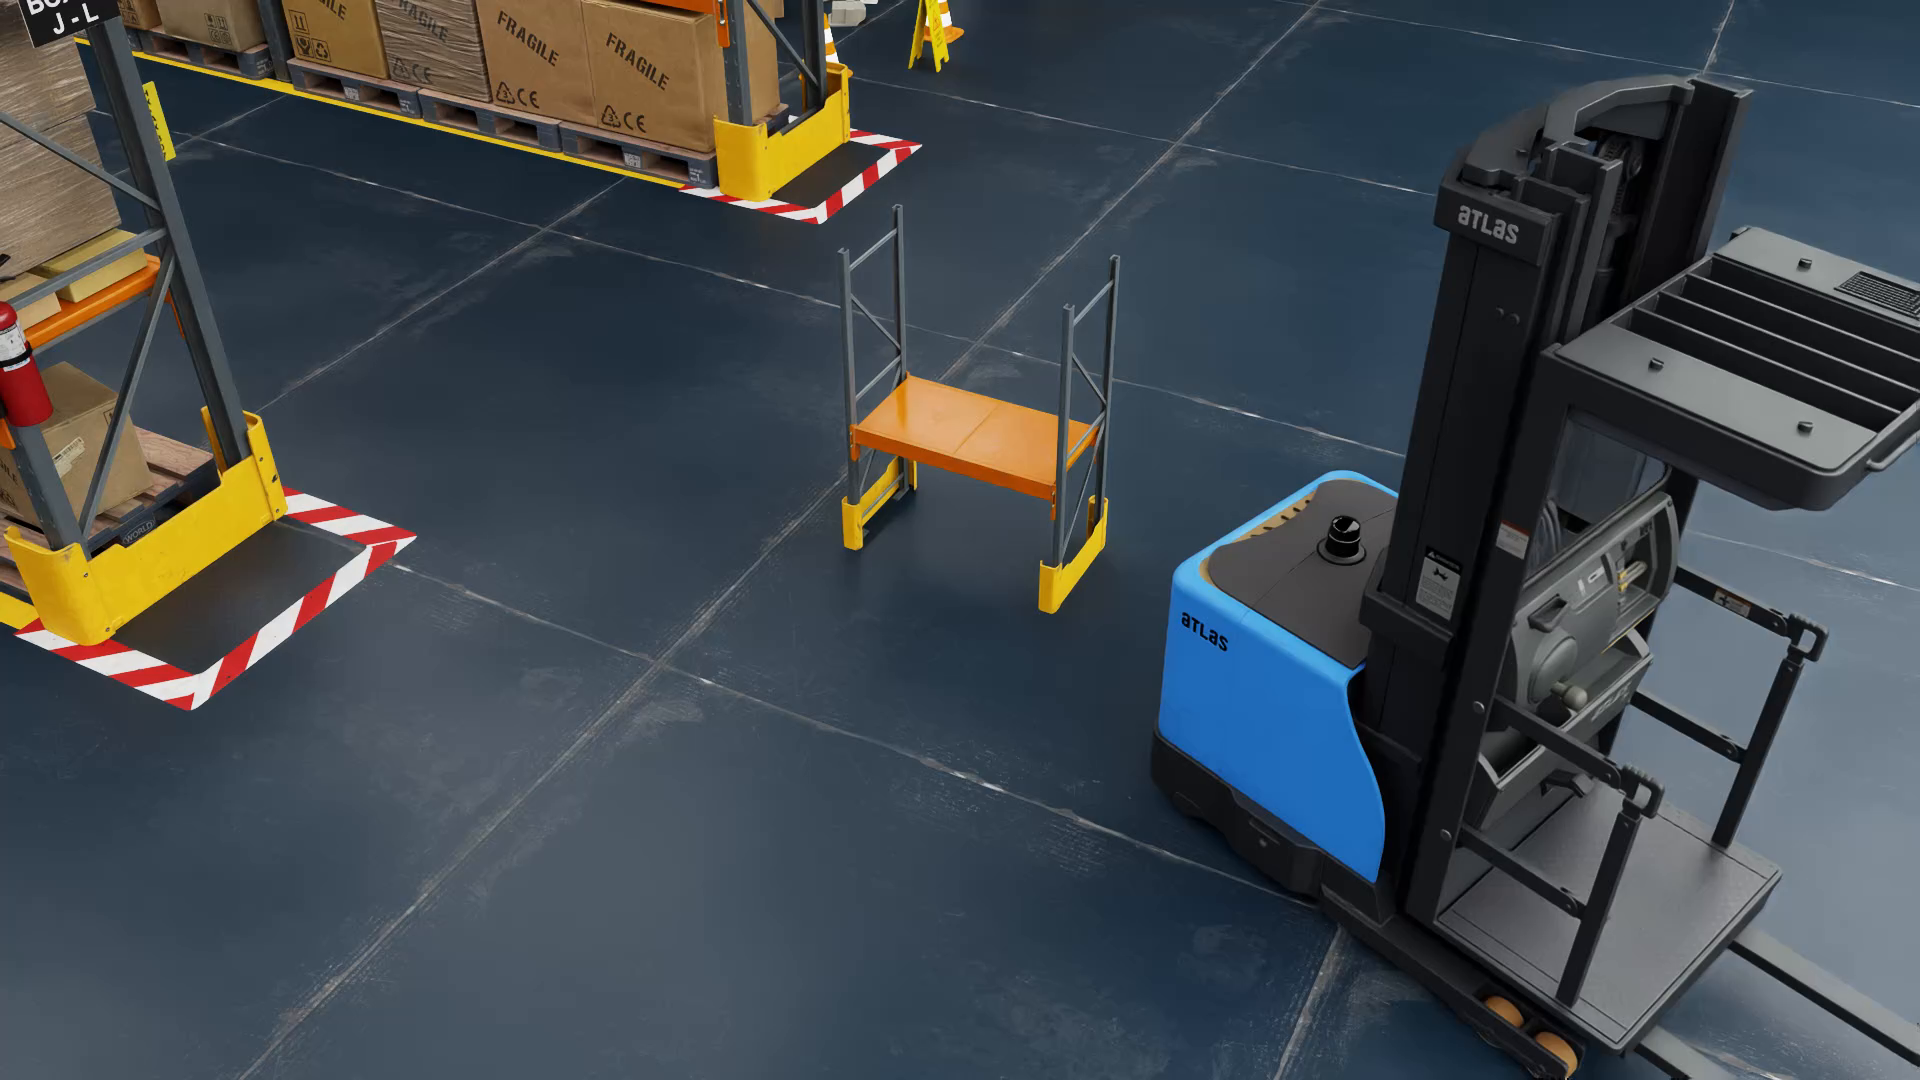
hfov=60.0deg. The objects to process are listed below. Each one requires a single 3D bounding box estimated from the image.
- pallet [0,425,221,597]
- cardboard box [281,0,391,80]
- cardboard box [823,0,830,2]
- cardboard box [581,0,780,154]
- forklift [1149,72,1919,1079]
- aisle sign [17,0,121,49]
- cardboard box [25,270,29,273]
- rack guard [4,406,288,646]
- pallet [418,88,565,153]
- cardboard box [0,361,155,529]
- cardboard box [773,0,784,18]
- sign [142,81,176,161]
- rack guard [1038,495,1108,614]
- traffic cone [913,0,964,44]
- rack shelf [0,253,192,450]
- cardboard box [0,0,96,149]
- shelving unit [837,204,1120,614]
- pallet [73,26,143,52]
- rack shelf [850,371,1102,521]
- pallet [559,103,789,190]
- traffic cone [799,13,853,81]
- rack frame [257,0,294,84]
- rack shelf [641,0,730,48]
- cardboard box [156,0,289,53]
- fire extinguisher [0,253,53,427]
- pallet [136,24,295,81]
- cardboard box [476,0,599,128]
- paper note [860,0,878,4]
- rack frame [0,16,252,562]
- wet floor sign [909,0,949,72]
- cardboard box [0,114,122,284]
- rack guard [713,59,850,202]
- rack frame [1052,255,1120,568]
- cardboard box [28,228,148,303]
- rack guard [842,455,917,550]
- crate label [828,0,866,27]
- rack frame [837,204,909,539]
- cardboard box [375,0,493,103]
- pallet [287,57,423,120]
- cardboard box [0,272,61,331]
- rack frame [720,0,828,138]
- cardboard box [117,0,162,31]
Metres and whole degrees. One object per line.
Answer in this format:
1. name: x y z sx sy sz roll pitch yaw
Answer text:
1. pallet: -4.313 -0.220 7.866 1.213 0.211 1.003 17 41 21
2. cardboard box: -4.195 -3.921 11.844 0.875 0.875 0.875 18 41 22
3. cardboard box: -1.075 -4.530 13.594 0.380 0.149 0.250 -21 42 -25
4. cardboard box: -1.802 -3.174 10.860 0.875 0.875 0.875 18 41 22
5. forklift: 2.097 0.252 4.994 1.130 2.935 3.031 -29 46 -32
6. aisle sign: -3.347 -2.244 6.076 0.004 0.787 0.394 17 41 21
7. cardboard box: -3.897 -1.252 7.126 0.250 0.149 0.380 17 41 21
8. rack guard: -3.608 -0.090 7.456 0.348 0.500 1.175 17 41 21
9. pallet: -2.995 -3.109 11.672 1.213 0.211 1.003 17 41 21
10. cardboard box: -4.087 -0.419 7.541 0.500 0.500 0.500 25 44 29
11. cardboard box: -1.707 -4.520 13.289 0.637 0.503 0.797 -8 38 -10
12. sign: -3.291 -1.701 6.794 0.005 0.325 0.100 17 41 21
13. rack guard: 0.510 0.060 7.464 0.087 0.250 0.587 17 41 21
14. traffic cone: -0.166 -4.112 12.784 0.334 0.463 0.336 17 41 21
15. rack shelf: -5.316 -1.335 7.622 4.000 0.370 1.077 17 41 21
16. cardboard box: -3.903 -1.921 6.644 0.500 0.500 0.500 17 41 21
17. shelving unit: 0.068 -0.576 7.269 1.083 1.500 0.587 17 41 21
18. pallet: -6.529 -4.214 13.127 1.213 0.211 1.003 17 41 21
19. rack shelf: 0.076 -0.430 7.374 1.000 0.185 0.538 17 41 21
20. pallet: -1.915 -2.769 11.224 1.213 0.211 1.003 17 41 21
21. traffic cone: -0.988 -3.599 12.109 0.334 0.463 0.336 17 41 21
22. rack frame: -4.721 -4.812 11.608 0.127 3.000 1.000 17 41 21
23. rack shelf: -2.945 -3.969 11.093 4.000 0.370 1.077 17 41 21
24. cardboard box: -5.314 -4.208 12.325 0.750 0.750 1.050 17 40 21
25. fire extinguisher: -3.650 -0.755 6.328 0.183 0.674 0.296 17 41 21
26. pallet: -5.441 -3.875 12.681 1.213 0.211 1.003 17 41 21
27. cardboard box: -2.584 -3.417 11.181 0.875 0.875 0.875 17 40 21
28. paper note: -0.737 -4.397 13.517 0.142 0.019 0.148 4 37 6
29. rack frame: -3.540 -1.065 6.672 0.127 3.000 1.000 17 41 21
30. wet floor sign: -0.233 -3.817 12.245 0.232 0.644 0.267 11 38 14
31. cardboard box: -4.016 -1.391 6.773 0.500 0.500 0.875 17 41 21
32. rack guard: -1.148 -2.698 10.890 0.348 0.500 1.175 17 41 21
33. rack frame: 0.527 -0.432 7.079 0.032 1.500 0.500 17 41 21
34. cardboard box: -3.684 -1.172 7.021 0.250 0.149 0.380 17 41 21
35. rack guard: -0.375 -0.217 7.829 0.087 0.250 0.587 17 41 21
36. crate label: -0.893 -4.167 13.126 0.298 0.136 0.250 -2 37 -2
37. rack frame: -0.376 -0.715 7.451 0.032 1.500 0.500 17 41 21
38. cardboard box: -3.393 -3.672 11.517 0.875 0.875 0.875 18 41 22
39. pallet: -4.082 -3.448 12.118 1.213 0.211 1.003 17 41 21
40. cardboard box: -3.888 -0.933 6.706 0.250 0.149 0.380 17 41 21
41. rack frame: -1.169 -3.700 10.143 0.127 3.000 1.000 17 41 21
42. cardboard box: -6.169 -4.478 12.681 0.750 0.750 1.050 17 41 21
